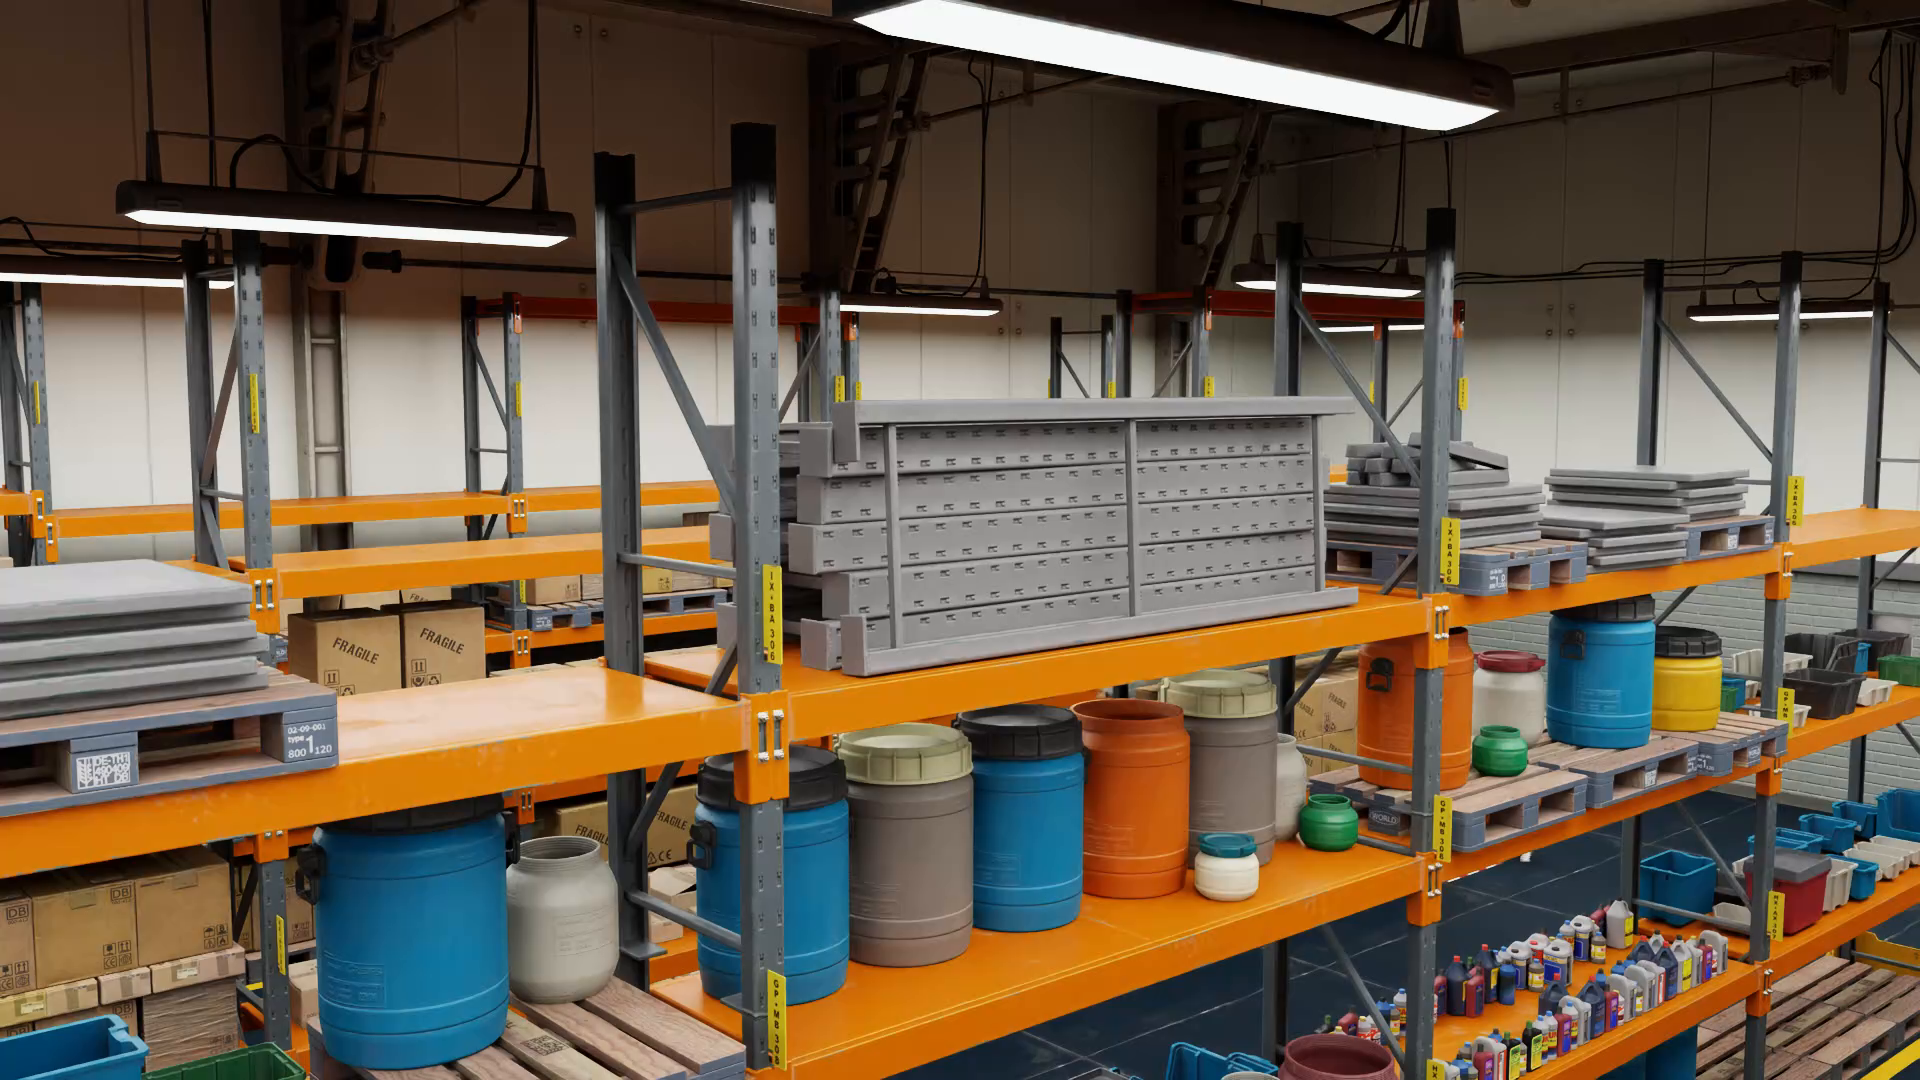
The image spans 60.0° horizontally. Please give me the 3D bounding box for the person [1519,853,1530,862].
[{"bbox_3d":[6.023,2.584,17.968,0.655,1.798,0.550,4,7,38],"label":"person"}]

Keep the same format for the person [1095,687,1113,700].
[{"bbox_3d":[1.599,2.489,19.492,1.028,1.597,0.606,-5,7,-40],"label":"person"}]
